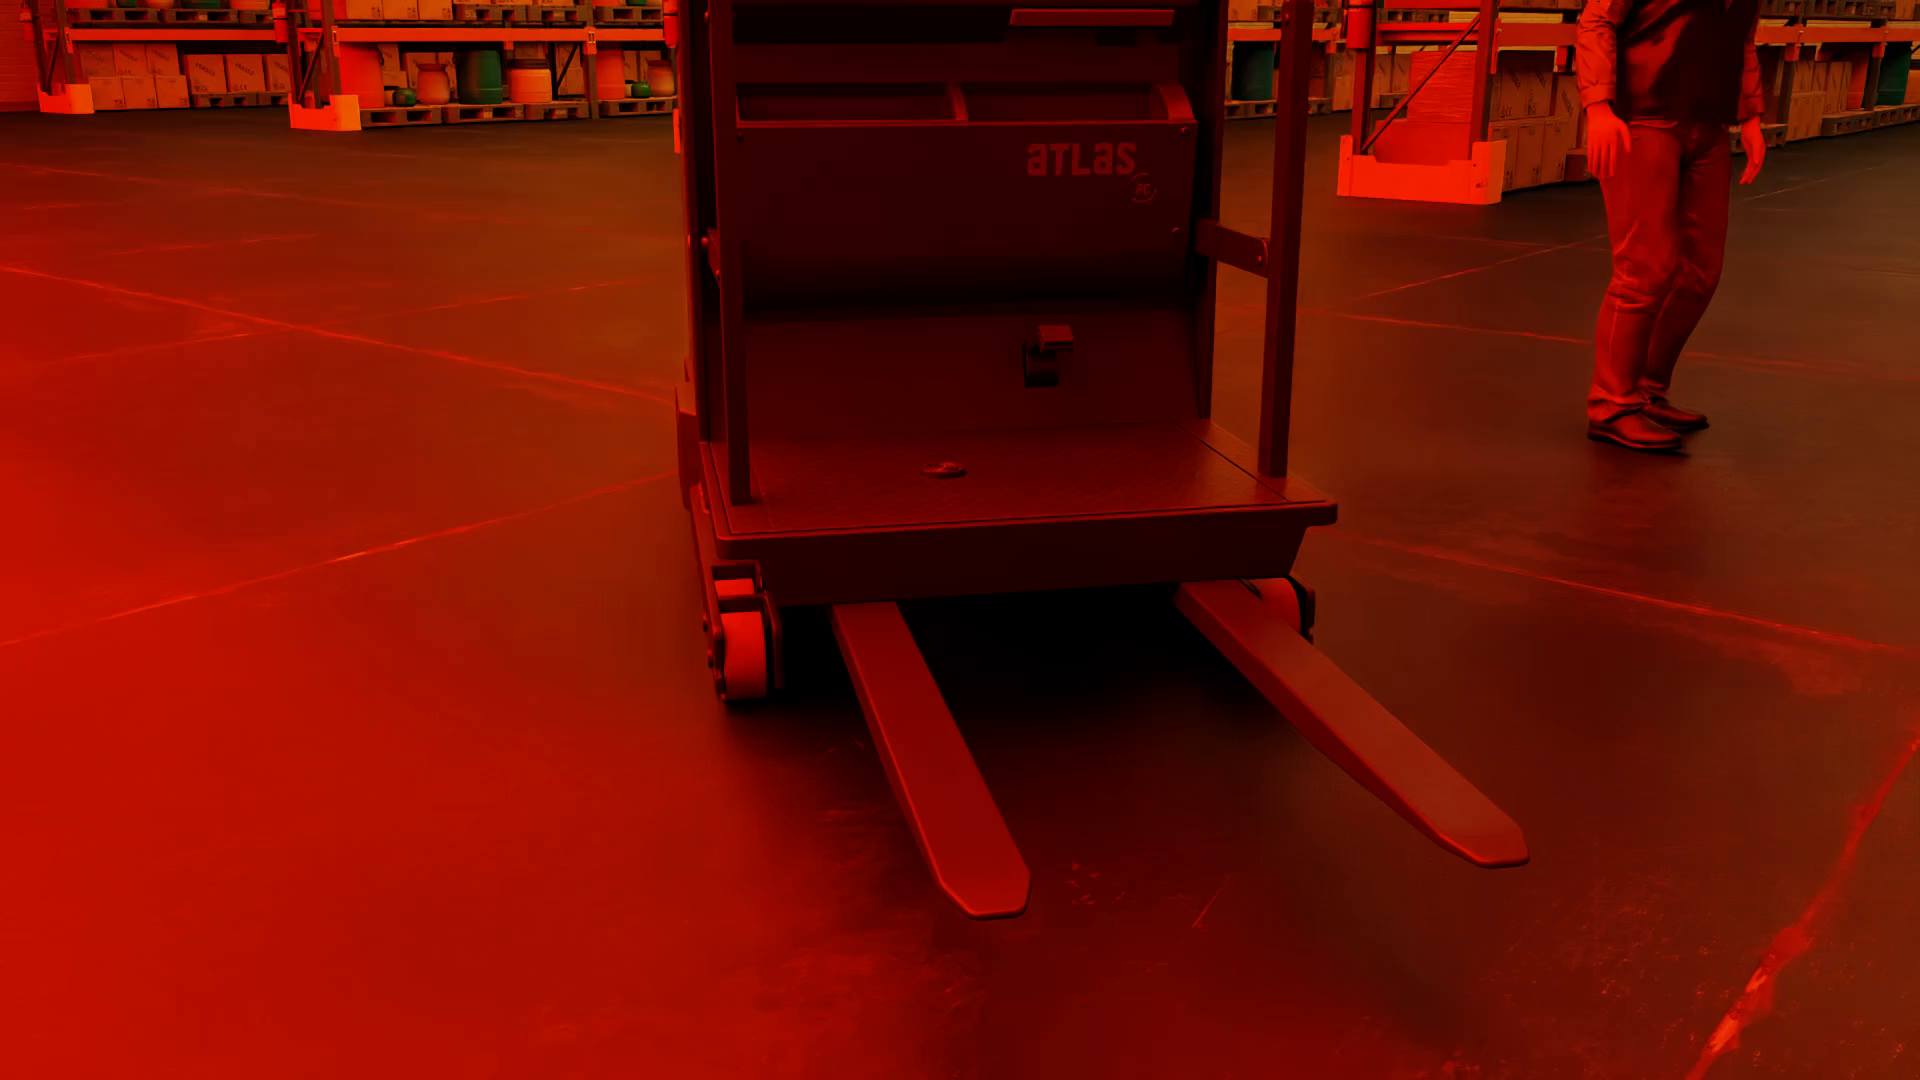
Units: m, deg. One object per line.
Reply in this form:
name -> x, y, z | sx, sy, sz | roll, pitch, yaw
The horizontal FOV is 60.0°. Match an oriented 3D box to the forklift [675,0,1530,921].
forklift -> 0.045, -1.227, 2.940 | 1.130, 2.935, 3.031 | -3, 17, -11

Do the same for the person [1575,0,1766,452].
person -> 2.062, -1.143, 4.759 | 0.691, 1.714, 0.489 | -9, 19, -28
